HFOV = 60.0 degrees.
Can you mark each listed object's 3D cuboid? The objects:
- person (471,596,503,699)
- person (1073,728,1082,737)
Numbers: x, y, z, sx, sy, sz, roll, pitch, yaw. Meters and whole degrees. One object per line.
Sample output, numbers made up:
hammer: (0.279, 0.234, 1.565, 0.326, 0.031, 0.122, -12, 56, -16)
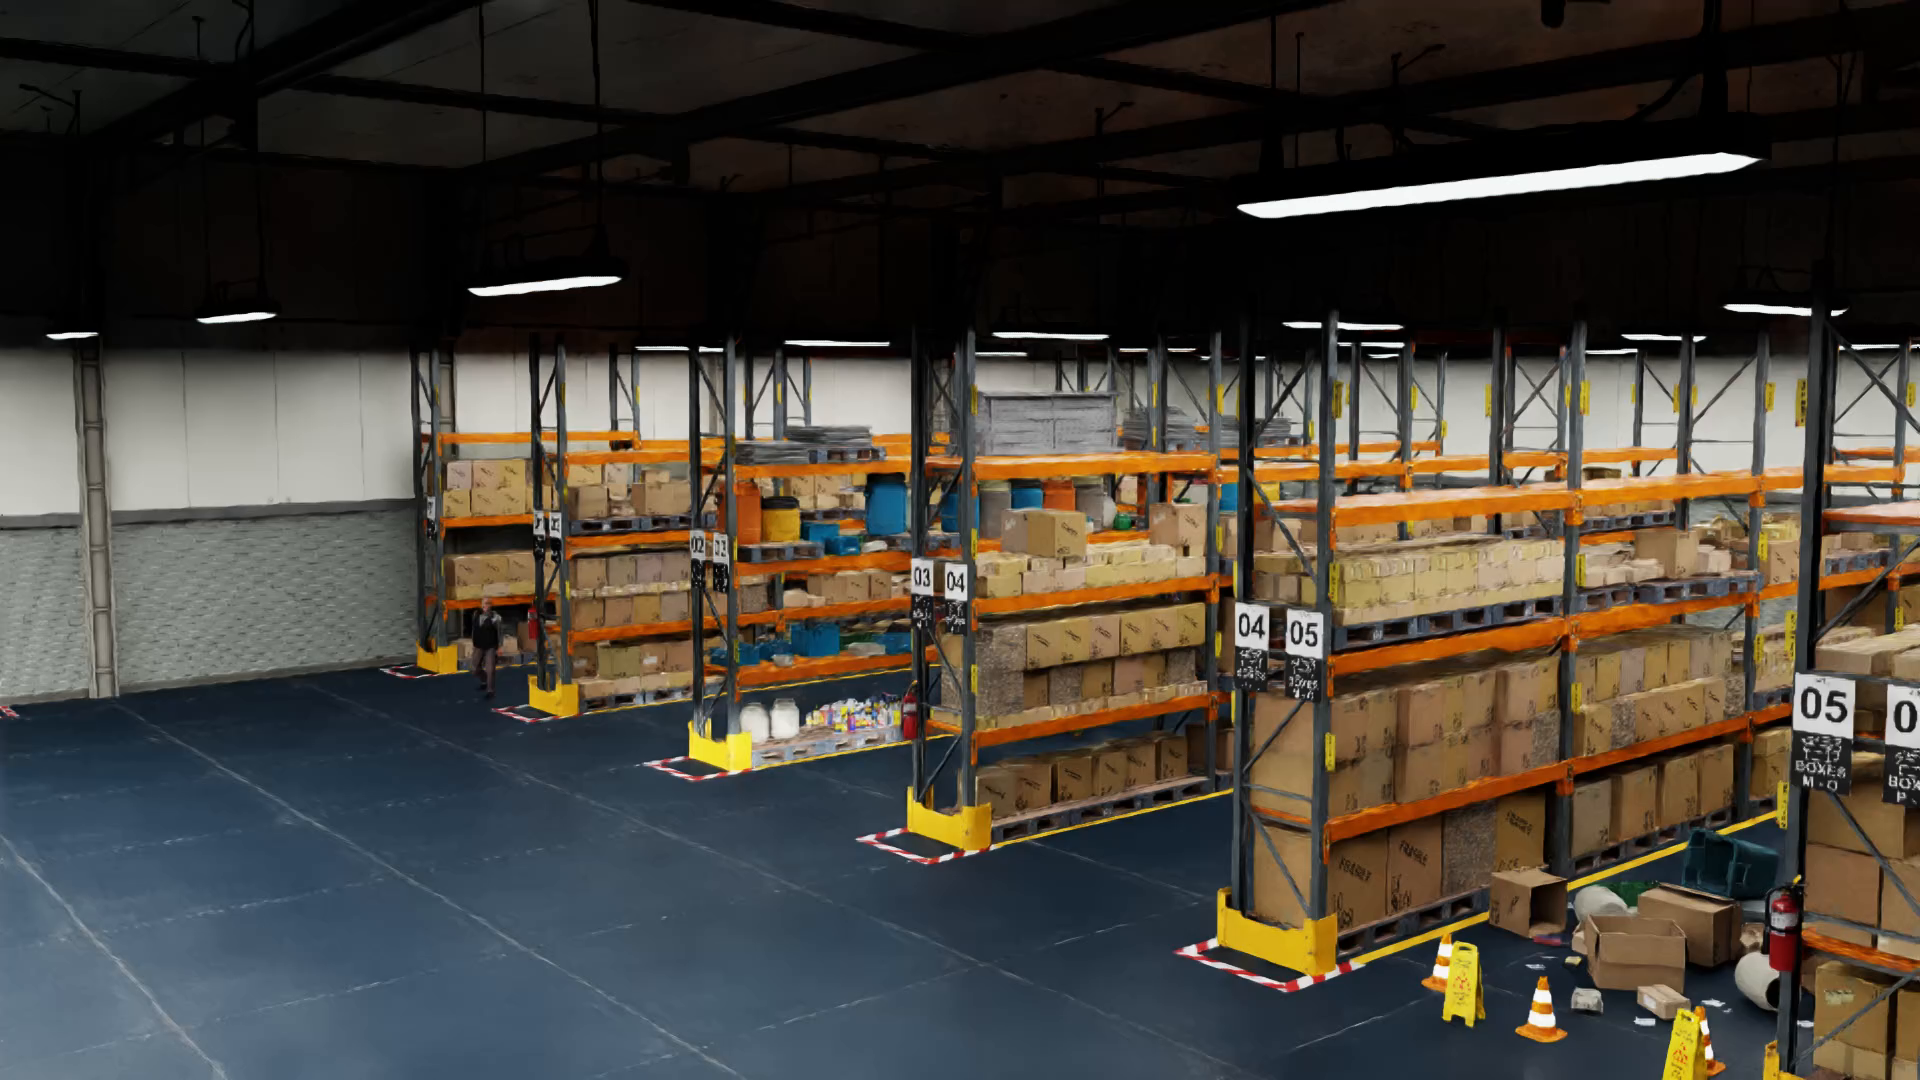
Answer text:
person: (-7.812, 1.766, 27.546, 0.586, 1.715, 0.522, 1, 5, 13)
person: (1.662, 2.022, 24.613, 0.686, 1.716, 0.838, 4, 6, 35)
